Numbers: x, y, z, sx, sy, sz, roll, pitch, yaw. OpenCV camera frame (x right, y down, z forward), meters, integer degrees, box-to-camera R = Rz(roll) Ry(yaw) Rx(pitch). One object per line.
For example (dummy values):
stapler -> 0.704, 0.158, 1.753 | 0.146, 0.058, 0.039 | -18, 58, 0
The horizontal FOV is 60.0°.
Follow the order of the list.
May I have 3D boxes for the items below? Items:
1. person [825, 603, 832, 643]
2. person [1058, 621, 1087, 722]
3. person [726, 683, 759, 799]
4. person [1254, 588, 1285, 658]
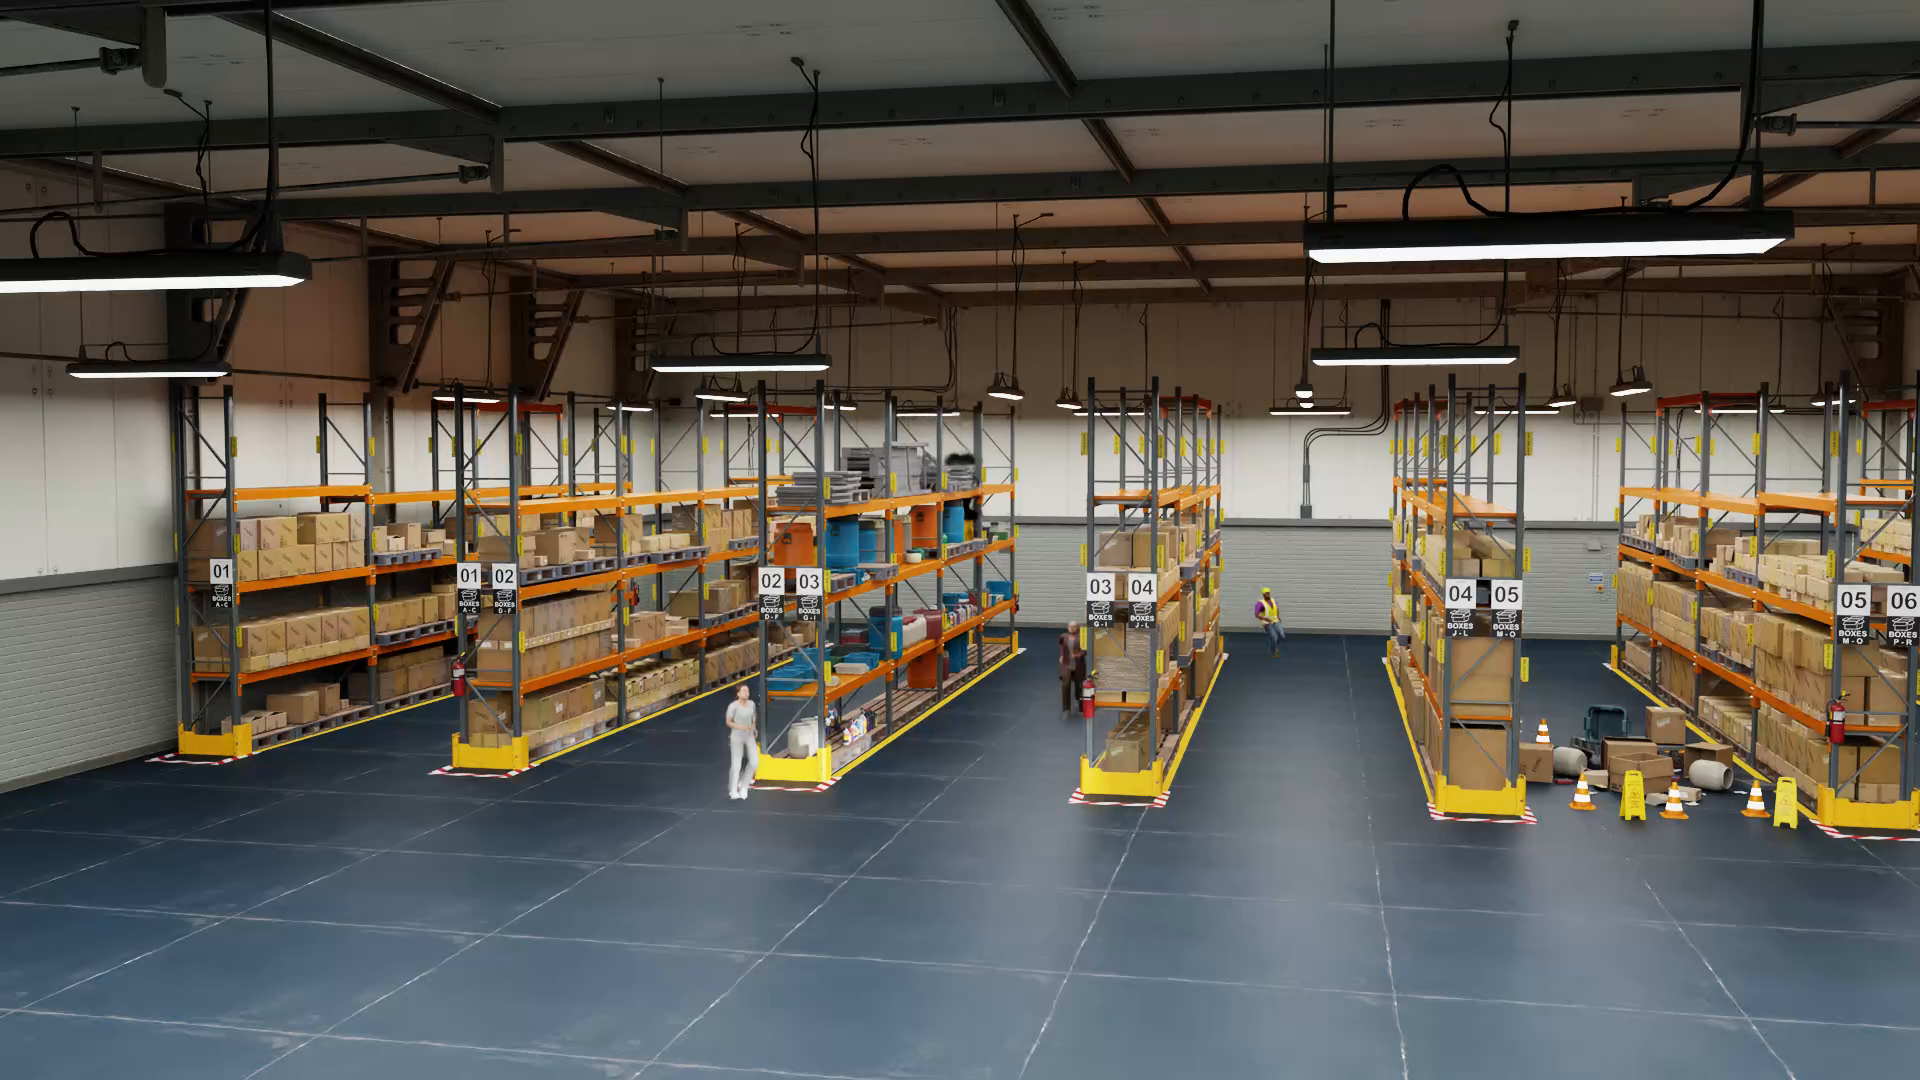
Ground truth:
person -> -3.631, 1.768, 42.549 | 0.657, 1.736, 0.689 | 2, 4, 33
person -> 2.131, 2.398, 30.844 | 0.667, 1.817, 1.166 | 1, 3, 10
person -> -3.058, 2.849, 23.593 | 0.574, 1.652, 0.633 | -2, 4, -32
person -> 7.325, 1.965, 39.347 | 0.755, 1.690, 0.523 | -2, 4, -29
